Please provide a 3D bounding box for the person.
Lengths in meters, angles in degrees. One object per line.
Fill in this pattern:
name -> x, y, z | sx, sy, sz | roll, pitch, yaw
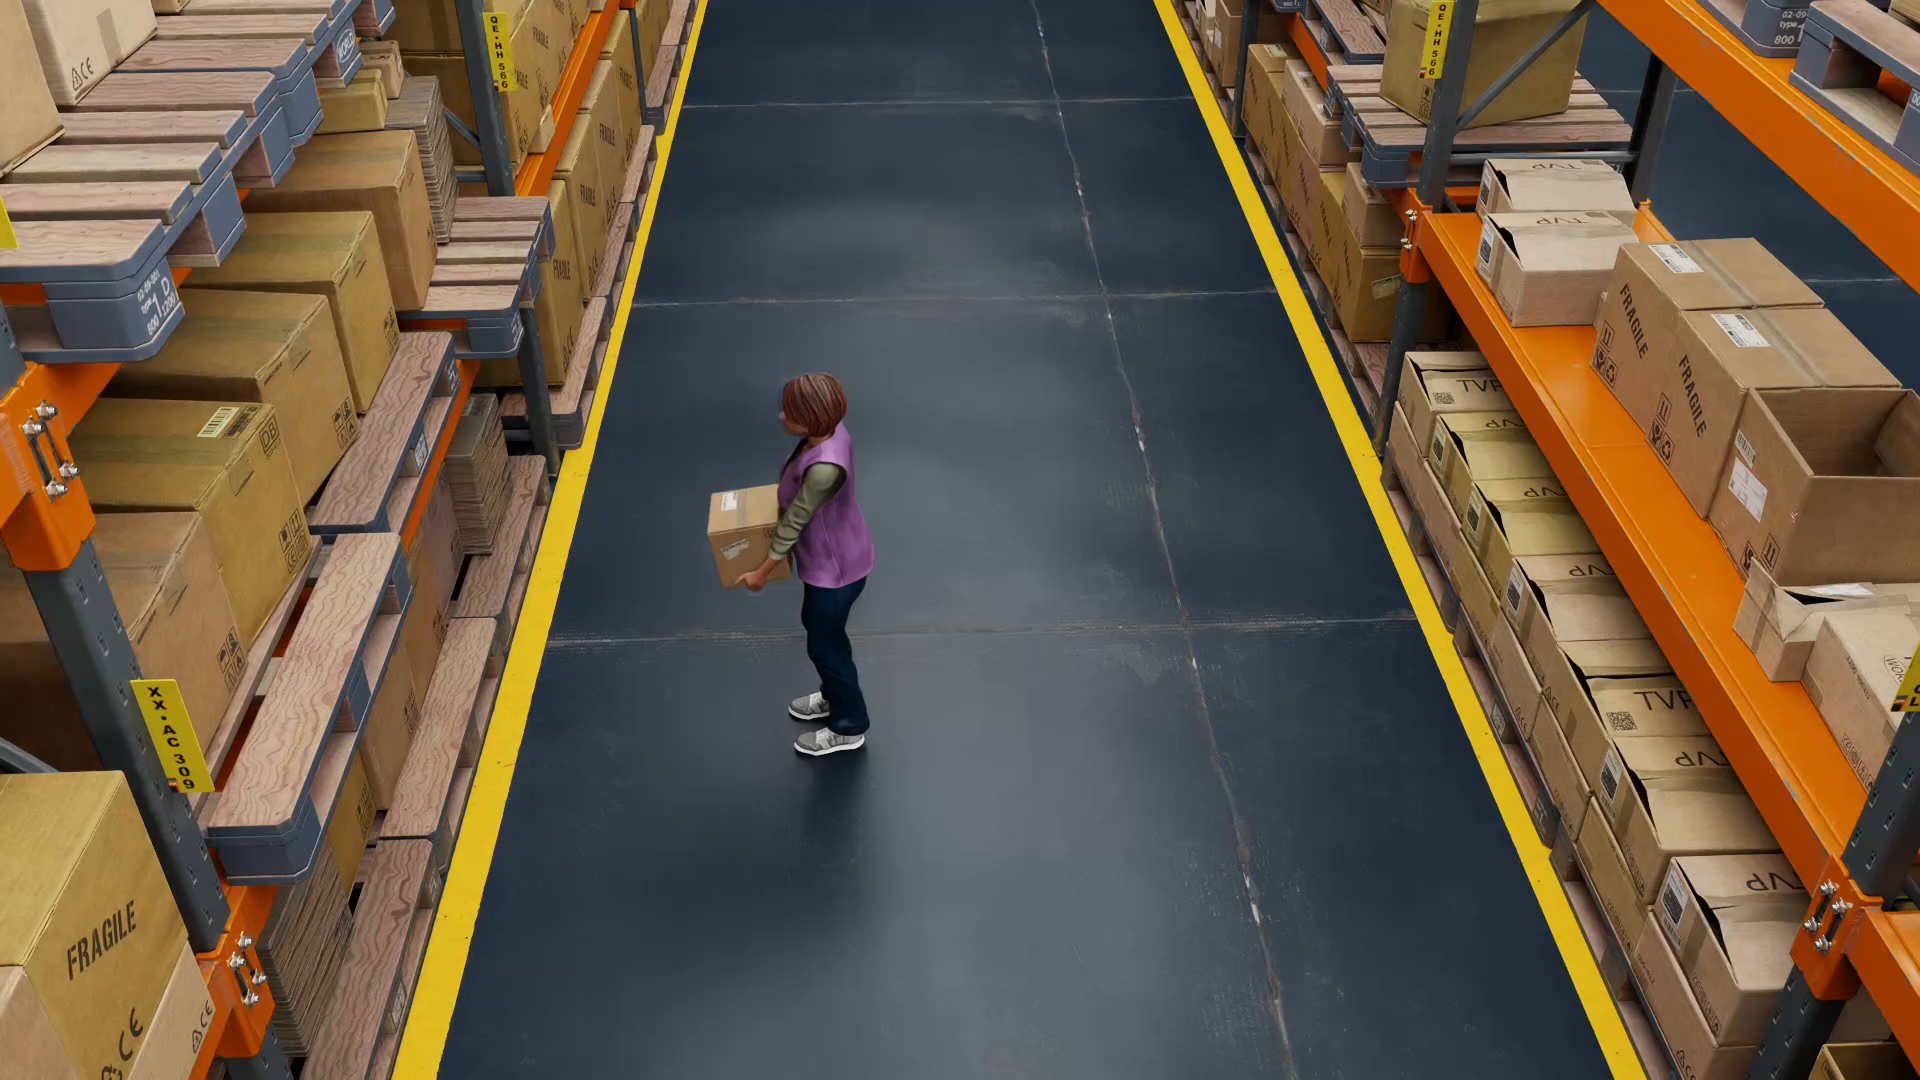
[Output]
person -> -0.558, 0.094, 6.029 | 0.503, 1.598, 0.375 | -2, 36, -3
